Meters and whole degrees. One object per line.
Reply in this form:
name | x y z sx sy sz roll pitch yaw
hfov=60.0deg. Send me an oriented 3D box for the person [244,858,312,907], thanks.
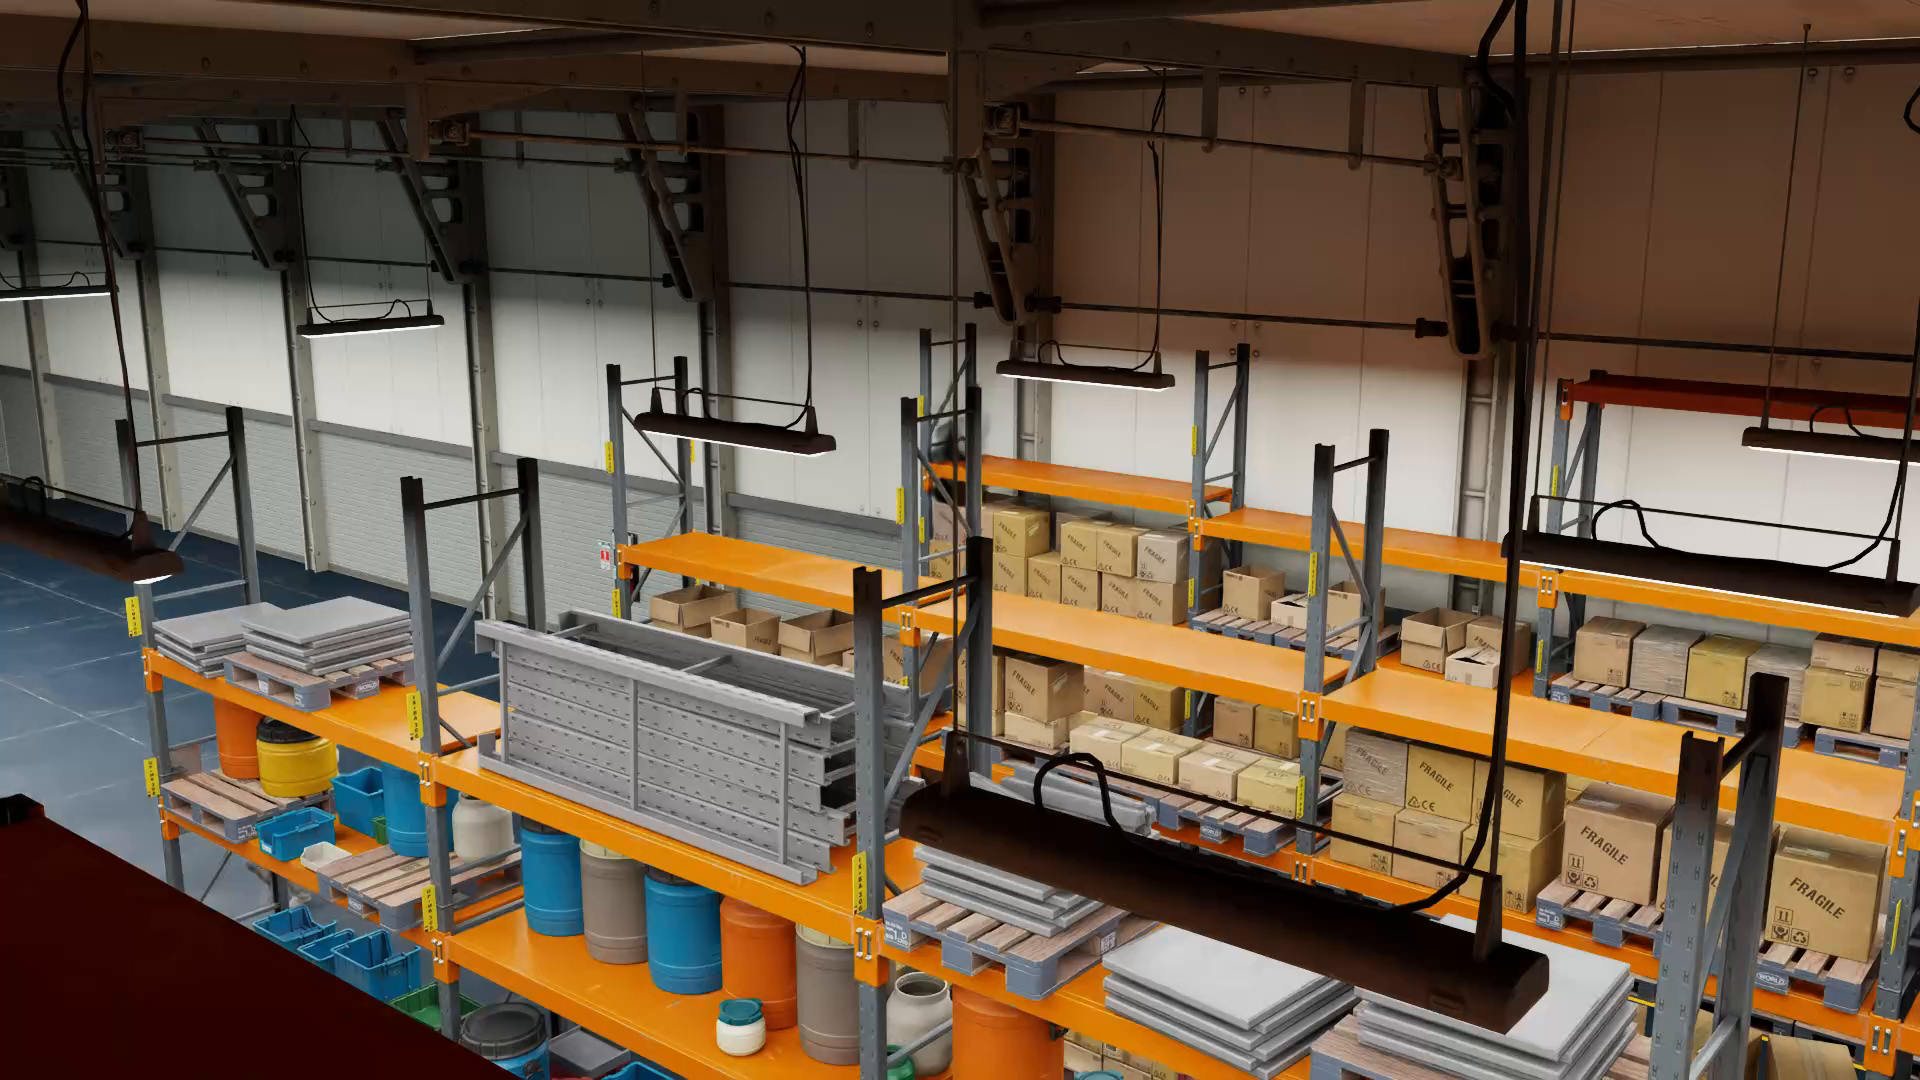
person | -7.499 3.196 18.112 0.703 1.777 0.630 -6 14 -25
